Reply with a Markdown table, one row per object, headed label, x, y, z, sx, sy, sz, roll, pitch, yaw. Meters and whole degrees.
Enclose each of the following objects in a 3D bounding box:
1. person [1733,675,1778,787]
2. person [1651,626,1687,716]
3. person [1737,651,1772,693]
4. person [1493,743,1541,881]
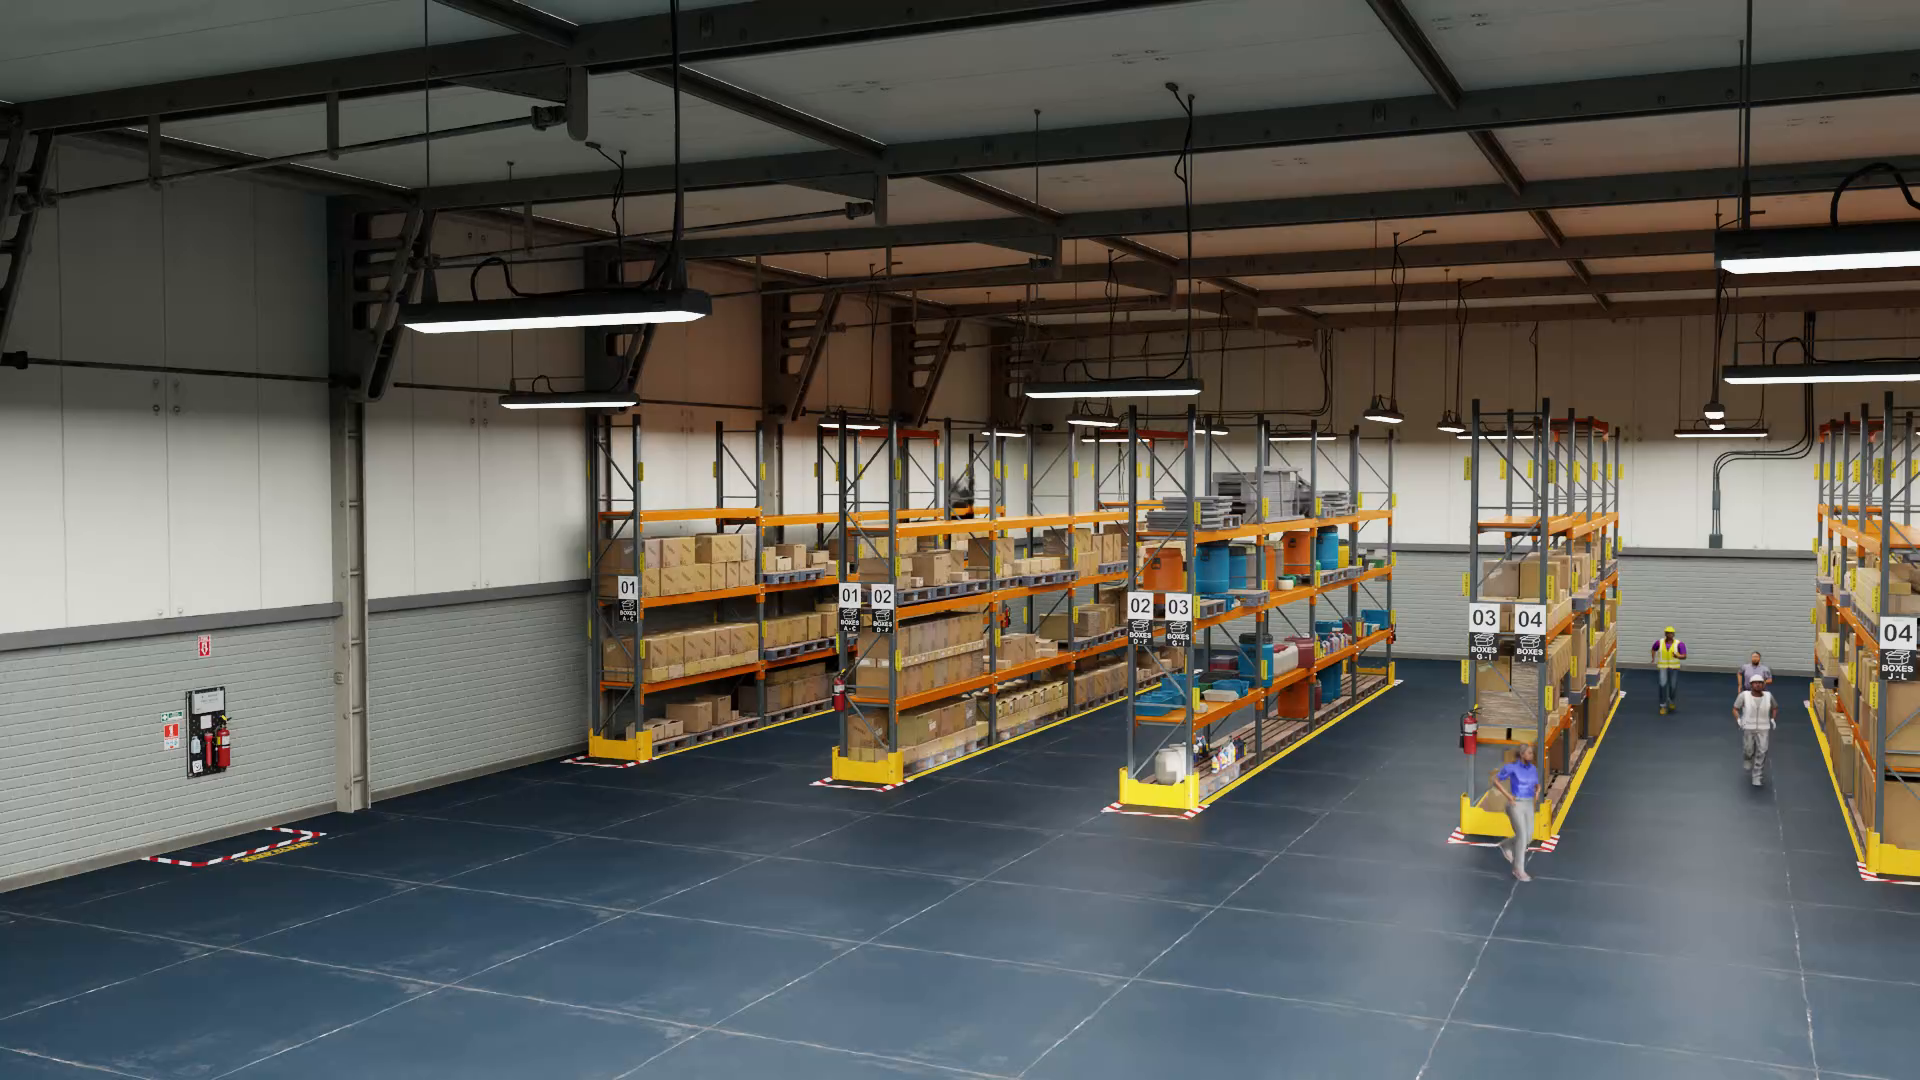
| label | x | y | z | sx | sy | sz | roll | pitch | yaw |
| --- | --- | --- | --- | --- | --- | --- | --- | --- | --- |
| person | 12.792 | 3.036 | 26.727 | 0.679 | 1.758 | 0.813 | 1 | 2 | 18 |
| person | 14.681 | 2.650 | 34.449 | 0.681 | 1.731 | 0.801 | 1 | 3 | 22 |
| person | 14.744 | 2.910 | 30.859 | 0.582 | 1.706 | 0.770 | 1 | 3 | 24 |
| person | 6.991 | 3.355 | 20.755 | 0.607 | 1.644 | 0.815 | -1 | 3 | -25 |
